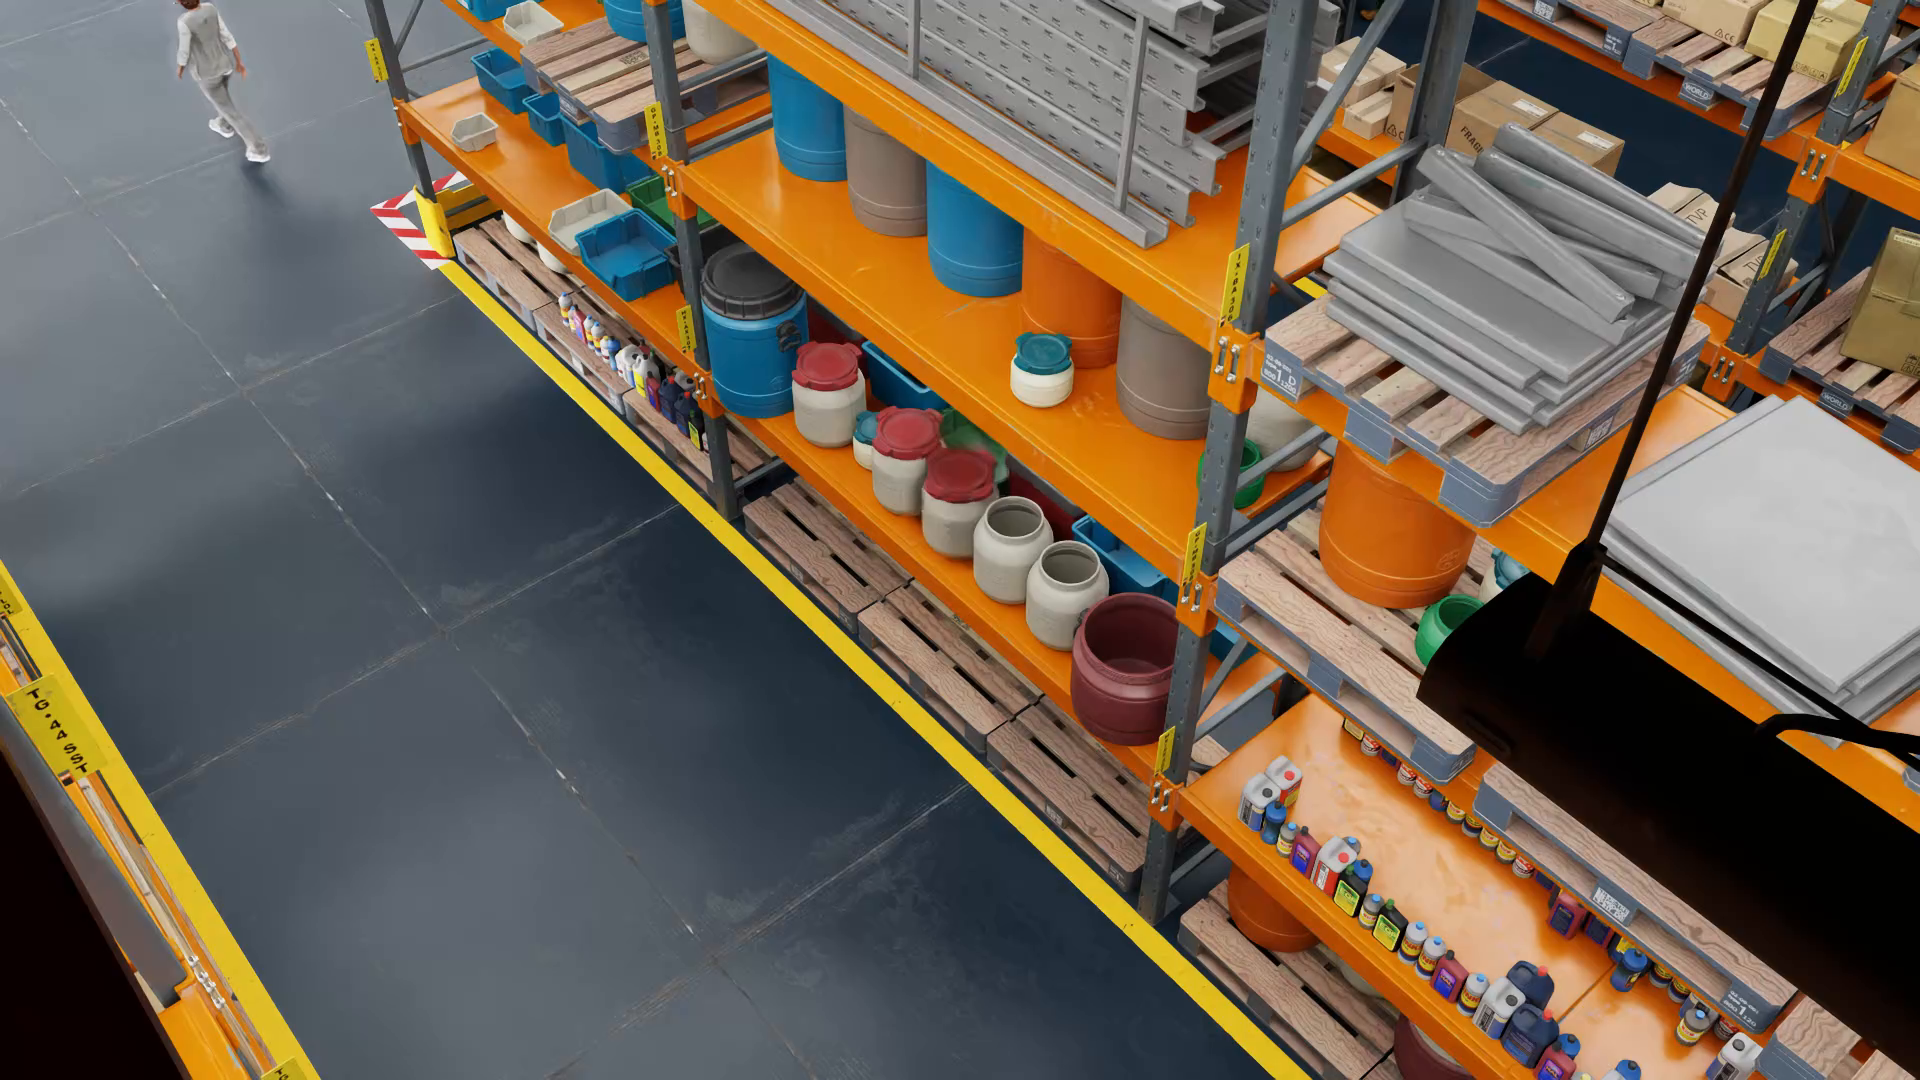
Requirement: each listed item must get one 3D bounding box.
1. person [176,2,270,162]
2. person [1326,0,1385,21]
[{"bbox_3d":[-6.126,-3.779,13.629,0.835,1.338,0.428,16,49,15],"label":"person"},{"bbox_3d":[3.703,-5.516,15.169,0.755,1.545,0.539,8,47,8],"label":"person"}]
